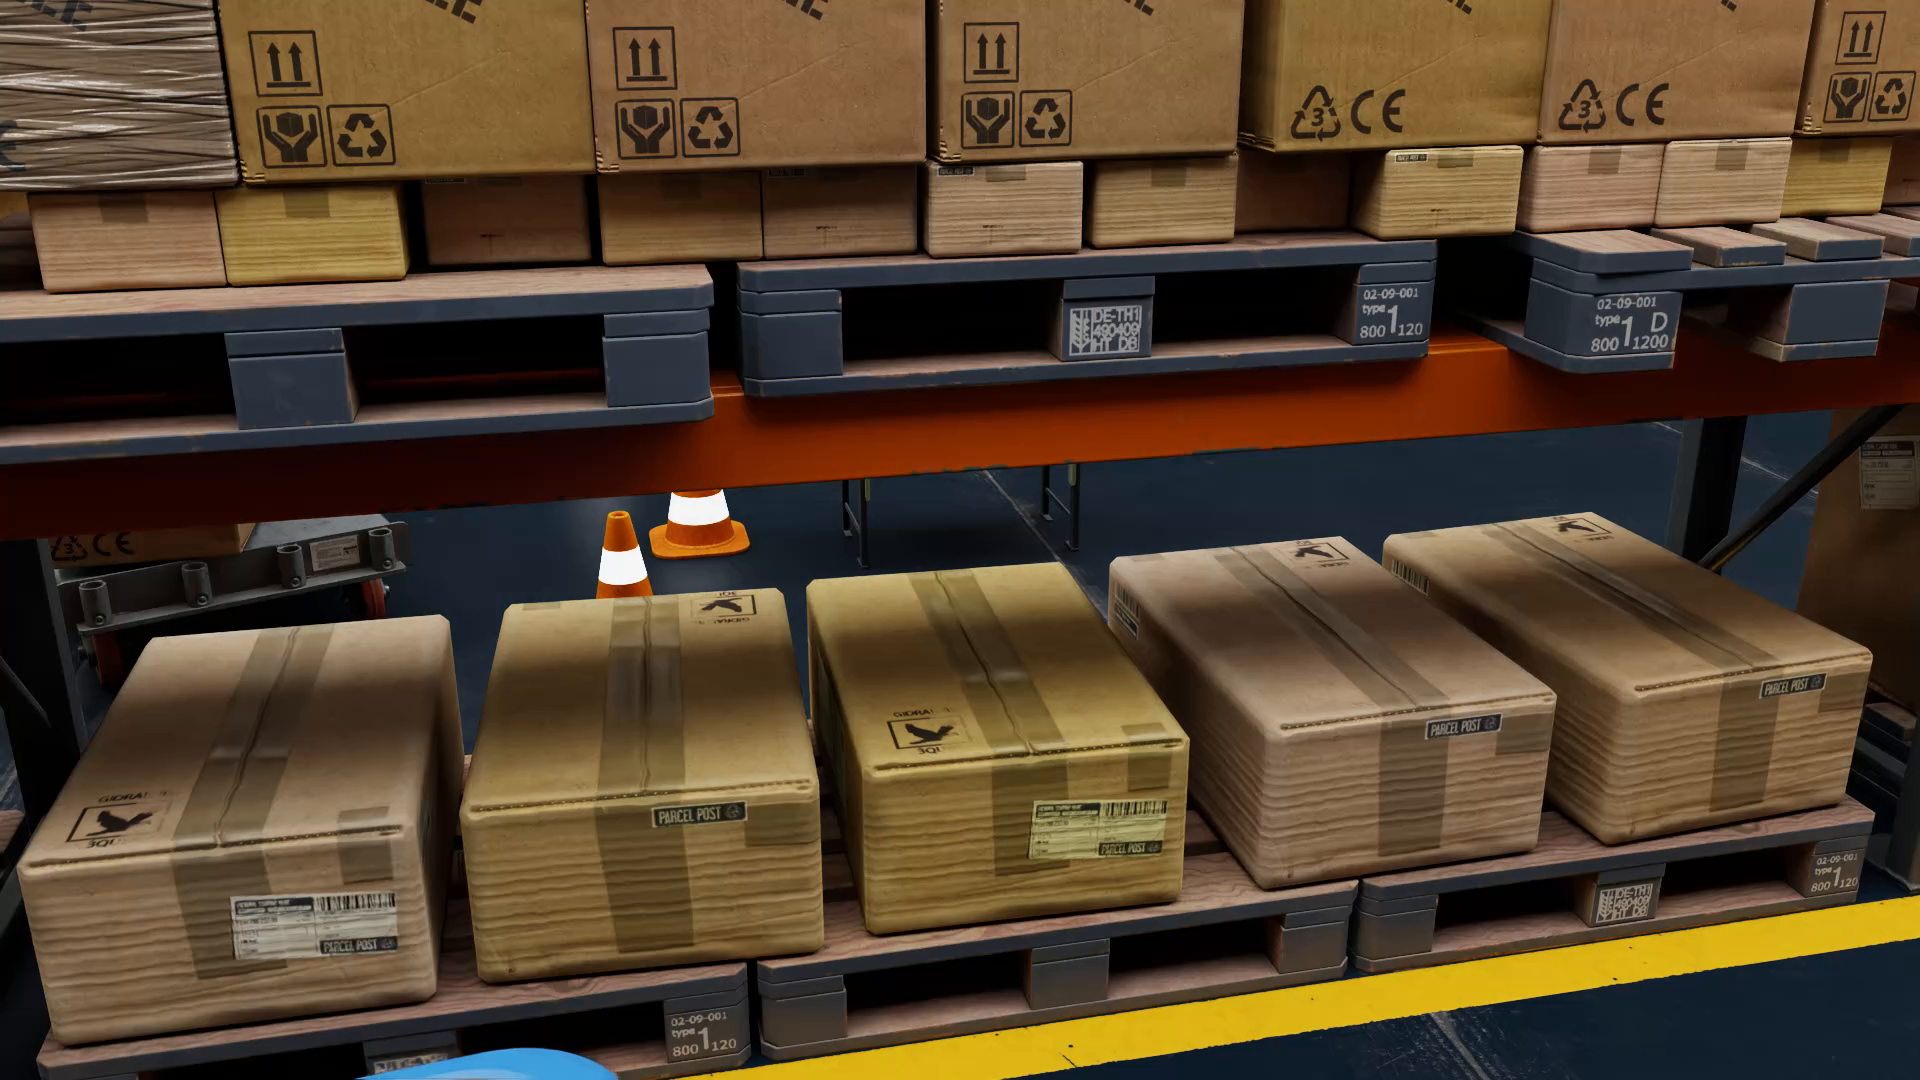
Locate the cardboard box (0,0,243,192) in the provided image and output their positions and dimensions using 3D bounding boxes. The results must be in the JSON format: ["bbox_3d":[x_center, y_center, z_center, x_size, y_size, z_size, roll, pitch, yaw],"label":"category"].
[{"bbox_3d":[-1.324,-0.804,2.461,0.500,0.500,0.500,-4,21,-11],"label":"cardboard box"}]

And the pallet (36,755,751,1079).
[{"bbox_3d":[-1.089,0.768,3.412,1.213,0.211,1.003,-5,21,-12],"label":"pallet"}]

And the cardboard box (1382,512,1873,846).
[{"bbox_3d":[1.494,0.282,3.893,0.625,0.372,0.950,-6,21,-16],"label":"cardboard box"}]

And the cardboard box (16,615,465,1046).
[{"bbox_3d":[-1.337,0.515,3.258,0.625,0.372,0.950,-4,21,-12],"label":"cardboard box"}]

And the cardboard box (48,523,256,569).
[{"bbox_3d":[-2.285,-0.255,4.682,0.500,0.500,0.500,-5,21,-12],"label":"cardboard box"}]

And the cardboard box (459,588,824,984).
[{"bbox_3d":[-0.638,0.457,3.416,0.625,0.372,0.950,-3,20,-9],"label":"cardboard box"}]

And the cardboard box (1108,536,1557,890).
[{"bbox_3d":[0.778,0.343,3.727,0.625,0.372,0.950,-5,21,-14],"label":"cardboard box"}]

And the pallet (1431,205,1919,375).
[{"bbox_3d":[1.377,-0.614,3.408,1.003,0.211,1.213,-5,21,-12],"label":"pallet"}]

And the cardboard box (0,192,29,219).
[{"bbox_3d":[-3.712,-1.301,7.485,0.875,0.875,0.875,-4,21,-12],"label":"cardboard box"}]

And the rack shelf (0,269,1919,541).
[{"bbox_3d":[0.100,-0.300,3.318,4.000,0.370,1.077,-5,21,-12],"label":"rack shelf"}]

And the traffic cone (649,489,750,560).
[{"bbox_3d":[-0.910,-0.213,5.722,0.334,0.463,0.336,-5,21,-12],"label":"traffic cone"}]

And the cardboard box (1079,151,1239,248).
[{"bbox_3d":[0.292,-0.621,2.905,0.250,0.149,0.380,-5,21,-14],"label":"cardboard box"}]

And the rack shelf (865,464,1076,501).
[{"bbox_3d":[-0.006,-0.398,5.667,0.720,0.370,0.431,-5,21,-12],"label":"rack shelf"}]

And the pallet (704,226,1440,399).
[{"bbox_3d":[0.129,-0.536,3.194,1.213,0.211,1.003,-5,21,-12],"label":"pallet"}]

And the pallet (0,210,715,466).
[{"bbox_3d":[-1.069,-0.401,2.828,1.213,0.211,1.003,-5,21,-12],"label":"pallet"}]

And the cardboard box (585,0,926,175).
[{"bbox_3d":[-0.353,-0.879,2.664,0.500,0.500,0.500,-5,21,-13],"label":"cardboard box"}]

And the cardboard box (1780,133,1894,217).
[{"bbox_3d":[1.537,-0.725,3.188,0.250,0.149,0.380,-4,21,-12],"label":"cardboard box"}]

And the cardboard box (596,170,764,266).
[{"bbox_3d":[-0.473,-0.568,2.758,0.250,0.149,0.380,-4,21,-12],"label":"cardboard box"}]

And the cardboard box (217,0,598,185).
[{"bbox_3d":[-0.837,-0.844,2.570,0.500,0.500,0.500,-5,21,-12],"label":"cardboard box"}]

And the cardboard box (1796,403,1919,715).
[{"bbox_3d":[2.737,-0.022,3.993,0.875,0.875,0.875,-5,21,-13],"label":"cardboard box"}]

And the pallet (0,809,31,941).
[{"bbox_3d":[-2.492,0.895,3.065,1.213,0.211,1.003,-5,21,-12],"label":"pallet"}]

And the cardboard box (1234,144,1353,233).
[{"bbox_3d":[0.517,-0.669,3.034,0.250,0.149,0.380,-4,21,-12],"label":"cardboard box"}]

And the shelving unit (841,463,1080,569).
[{"bbox_3d":[-0.006,-0.704,5.555,0.755,1.500,0.431,-5,21,-12],"label":"shelving unit"}]

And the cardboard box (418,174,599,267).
[{"bbox_3d":[-0.733,-0.561,2.741,0.250,0.149,0.380,-3,20,-9],"label":"cardboard box"}]

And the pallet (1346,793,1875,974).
[{"bbox_3d":[1.285,0.575,3.939,1.213,0.211,1.003,-5,21,-12],"label":"pallet"}]

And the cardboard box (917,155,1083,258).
[{"bbox_3d":[0.039,-0.590,2.820,0.250,0.149,0.380,-4,20,-10],"label":"cardboard box"}]

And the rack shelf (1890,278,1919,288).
[{"bbox_3d":[3.992,-0.616,4.182,4.000,0.370,1.077,-5,21,-12],"label":"rack shelf"}]

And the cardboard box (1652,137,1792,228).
[{"bbox_3d":[1.302,-0.690,3.092,0.250,0.149,0.380,-5,21,-13],"label":"cardboard box"}]

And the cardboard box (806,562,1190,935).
[{"bbox_3d":[0.038,0.401,3.568,0.625,0.372,0.950,-4,20,-11],"label":"cardboard box"}]

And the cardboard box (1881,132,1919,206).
[{"bbox_3d":[1.781,-0.770,3.312,0.250,0.149,0.380,-4,20,-10],"label":"cardboard box"}]

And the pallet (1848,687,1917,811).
[{"bbox_3d":[2.831,0.476,4.208,1.213,0.211,1.003,-5,21,-12],"label":"pallet"}]

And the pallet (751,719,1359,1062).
[{"bbox_3d":[0.100,0.670,3.678,1.213,0.211,1.003,-5,21,-12],"label":"pallet"}]

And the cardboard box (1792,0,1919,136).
[{"bbox_3d":[1.668,-1.051,3.134,0.500,0.500,0.500,-5,21,-14],"label":"cardboard box"}]

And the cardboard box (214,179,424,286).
[{"bbox_3d":[-0.991,-0.513,2.610,0.250,0.149,0.380,-4,21,-11],"label":"cardboard box"}]

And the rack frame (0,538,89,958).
[{"bbox_3d":[-1.847,-0.479,2.762,0.127,3.000,1.000,-5,21,-12],"label":"rack frame"}]

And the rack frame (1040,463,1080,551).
[{"bbox_3d":[0.350,-0.733,5.634,0.023,1.500,0.400,-5,21,-12],"label":"rack frame"}]

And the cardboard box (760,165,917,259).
[{"bbox_3d":[-0.232,-0.587,2.810,0.250,0.149,0.380,-4,21,-12],"label":"cardboard box"}]

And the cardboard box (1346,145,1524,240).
[{"bbox_3d":[0.791,-0.646,2.973,0.250,0.149,0.380,-4,21,-12],"label":"cardboard box"}]

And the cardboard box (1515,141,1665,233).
[{"bbox_3d":[1.055,-0.673,3.045,0.250,0.149,0.380,-6,21,-15],"label":"cardboard box"}]

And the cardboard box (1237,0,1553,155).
[{"bbox_3d":[0.676,-0.966,2.902,0.500,0.500,0.500,-6,21,-16],"label":"cardboard box"}]

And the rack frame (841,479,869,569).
[{"bbox_3d":[-0.363,-0.675,5.476,0.023,1.500,0.400,-5,21,-12],"label":"rack frame"}]

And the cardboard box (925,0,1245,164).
[{"bbox_3d":[0.145,-0.923,2.785,0.500,0.500,0.500,-6,21,-15],"label":"cardboard box"}]

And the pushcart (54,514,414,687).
[{"bbox_3d":[-2.420,-0.007,5.286,0.936,0.377,1.648,-13,24,-31],"label":"pushcart"}]

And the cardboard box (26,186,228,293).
[{"bbox_3d":[-1.236,-0.497,2.564,0.250,0.149,0.380,-4,21,-12],"label":"cardboard box"}]

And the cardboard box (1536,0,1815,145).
[{"bbox_3d":[1.167,-1.006,3.012,0.500,0.500,0.500,-5,21,-13],"label":"cardboard box"}]

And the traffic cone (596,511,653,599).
[{"bbox_3d":[-0.962,0.145,4.746,0.334,0.463,0.336,-5,21,-12],"label":"traffic cone"}]

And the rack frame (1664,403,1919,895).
[{"bbox_3d":[2.046,-0.796,3.627,0.127,3.000,1.000,-5,21,-12],"label":"rack frame"}]
